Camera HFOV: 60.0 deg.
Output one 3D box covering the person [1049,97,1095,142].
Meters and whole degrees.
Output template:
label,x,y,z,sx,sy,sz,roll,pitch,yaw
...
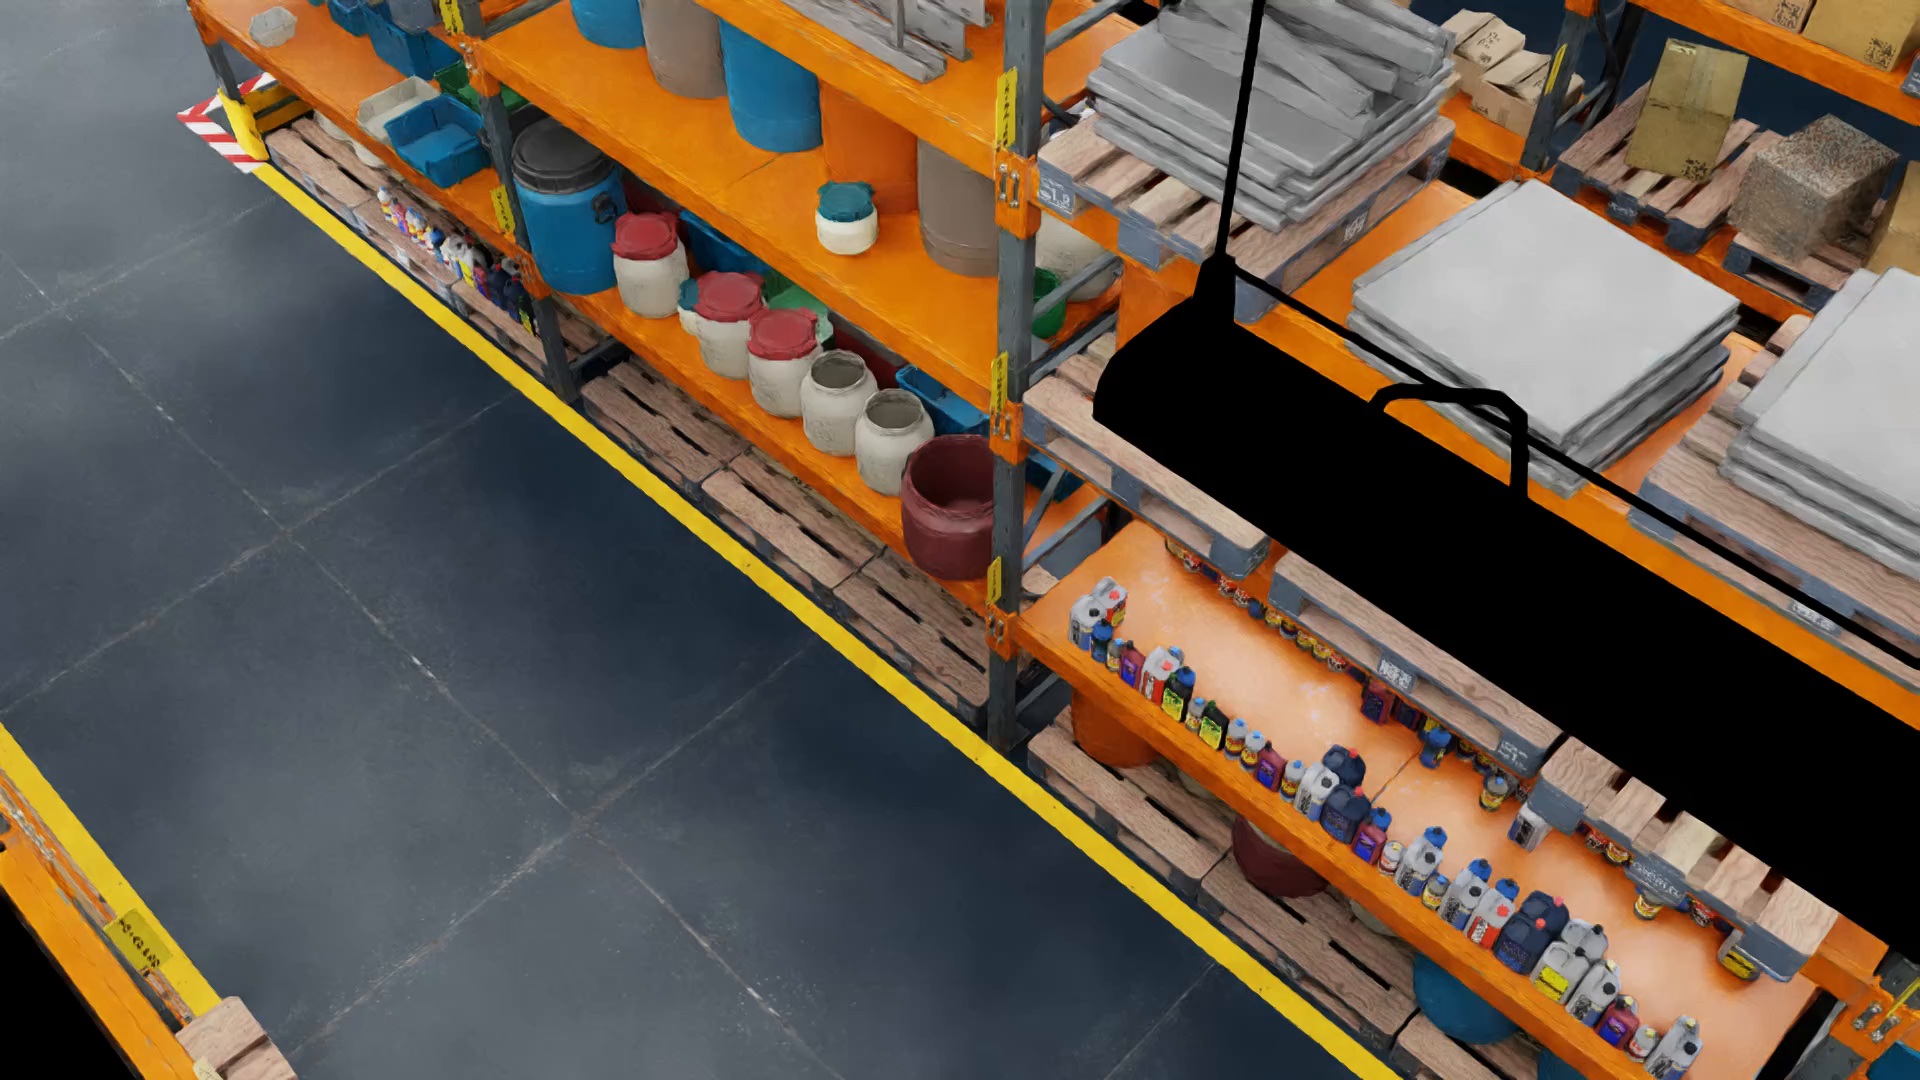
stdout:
label,x,y,z,sx,sy,sz,roll,pitch,yaw
person,0.710,-2.346,11.218,1.029,1.724,0.554,29,56,22
